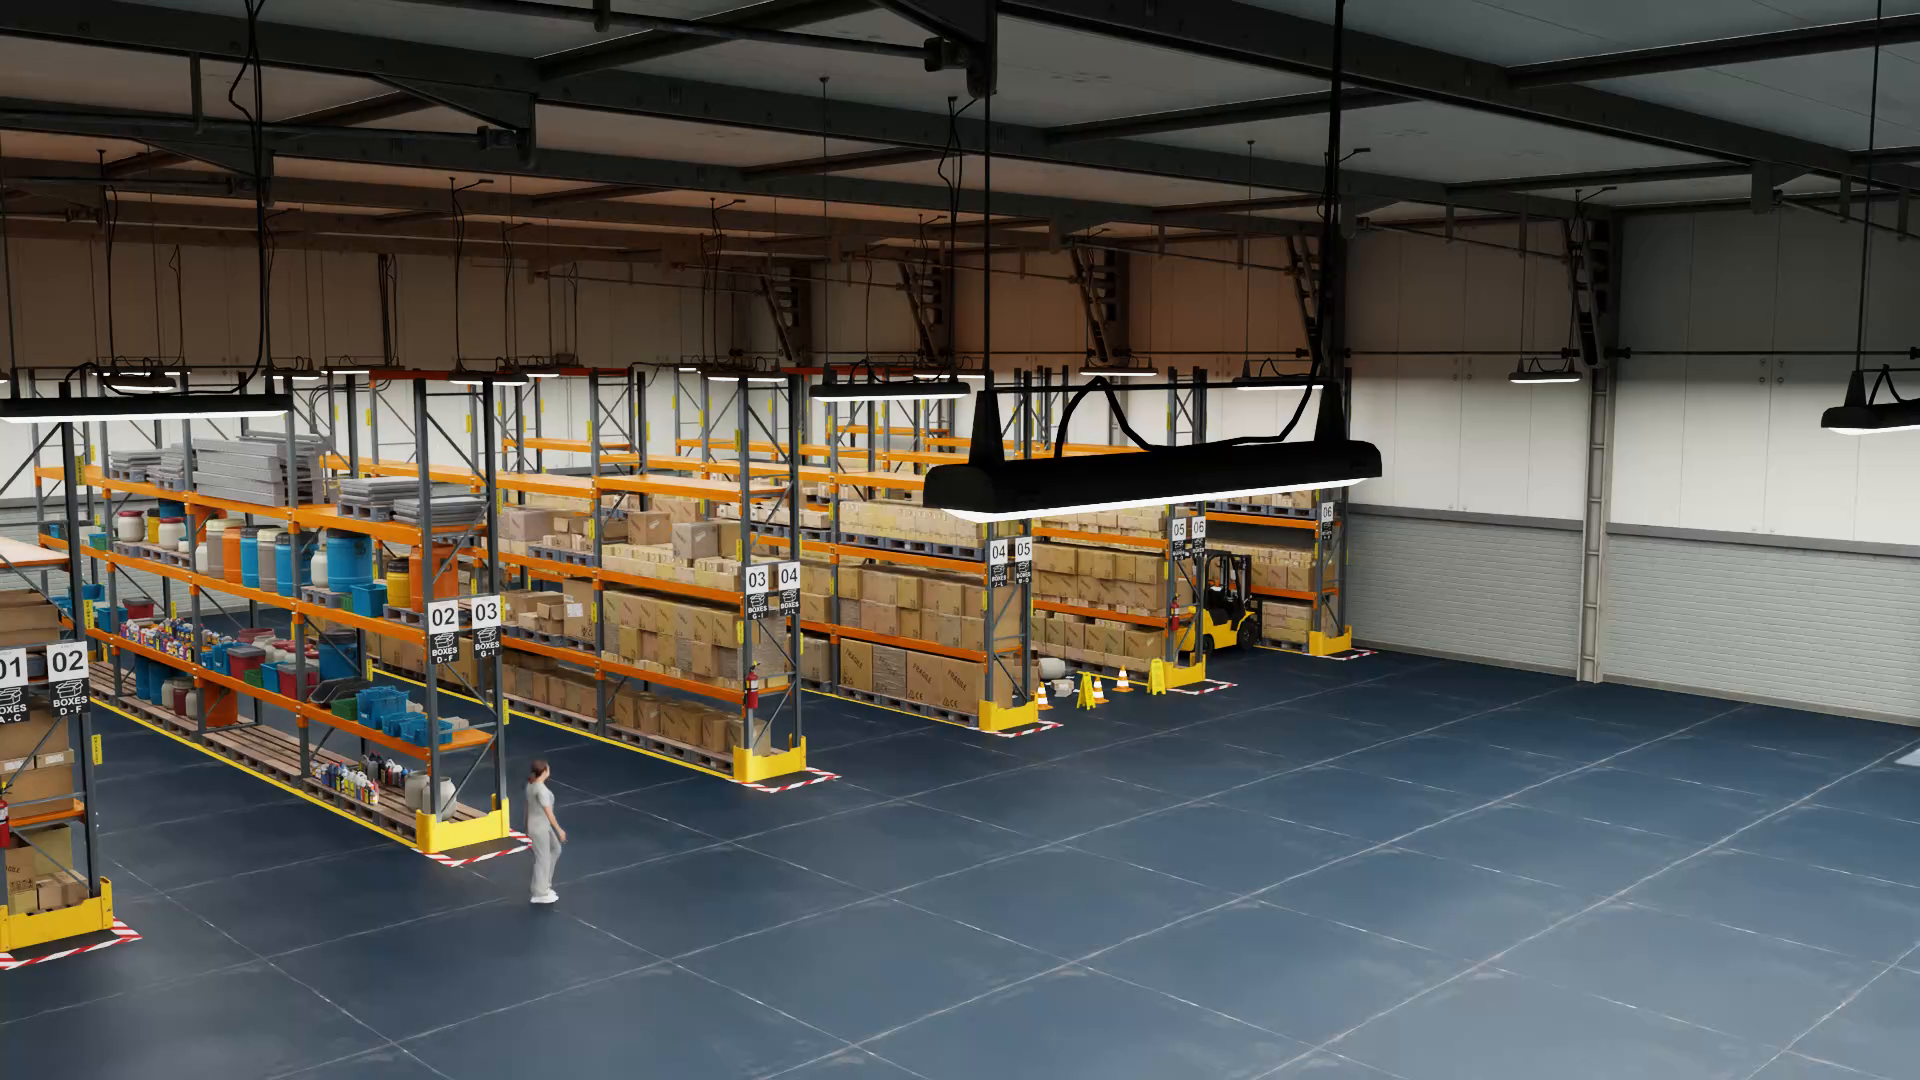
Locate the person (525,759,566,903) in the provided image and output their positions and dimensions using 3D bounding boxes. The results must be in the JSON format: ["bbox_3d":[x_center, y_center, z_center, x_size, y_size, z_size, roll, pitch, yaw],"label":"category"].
[{"bbox_3d":[-4.784,3.361,19.207,0.435,1.651,0.481,-2,7,-19],"label":"person"}]
